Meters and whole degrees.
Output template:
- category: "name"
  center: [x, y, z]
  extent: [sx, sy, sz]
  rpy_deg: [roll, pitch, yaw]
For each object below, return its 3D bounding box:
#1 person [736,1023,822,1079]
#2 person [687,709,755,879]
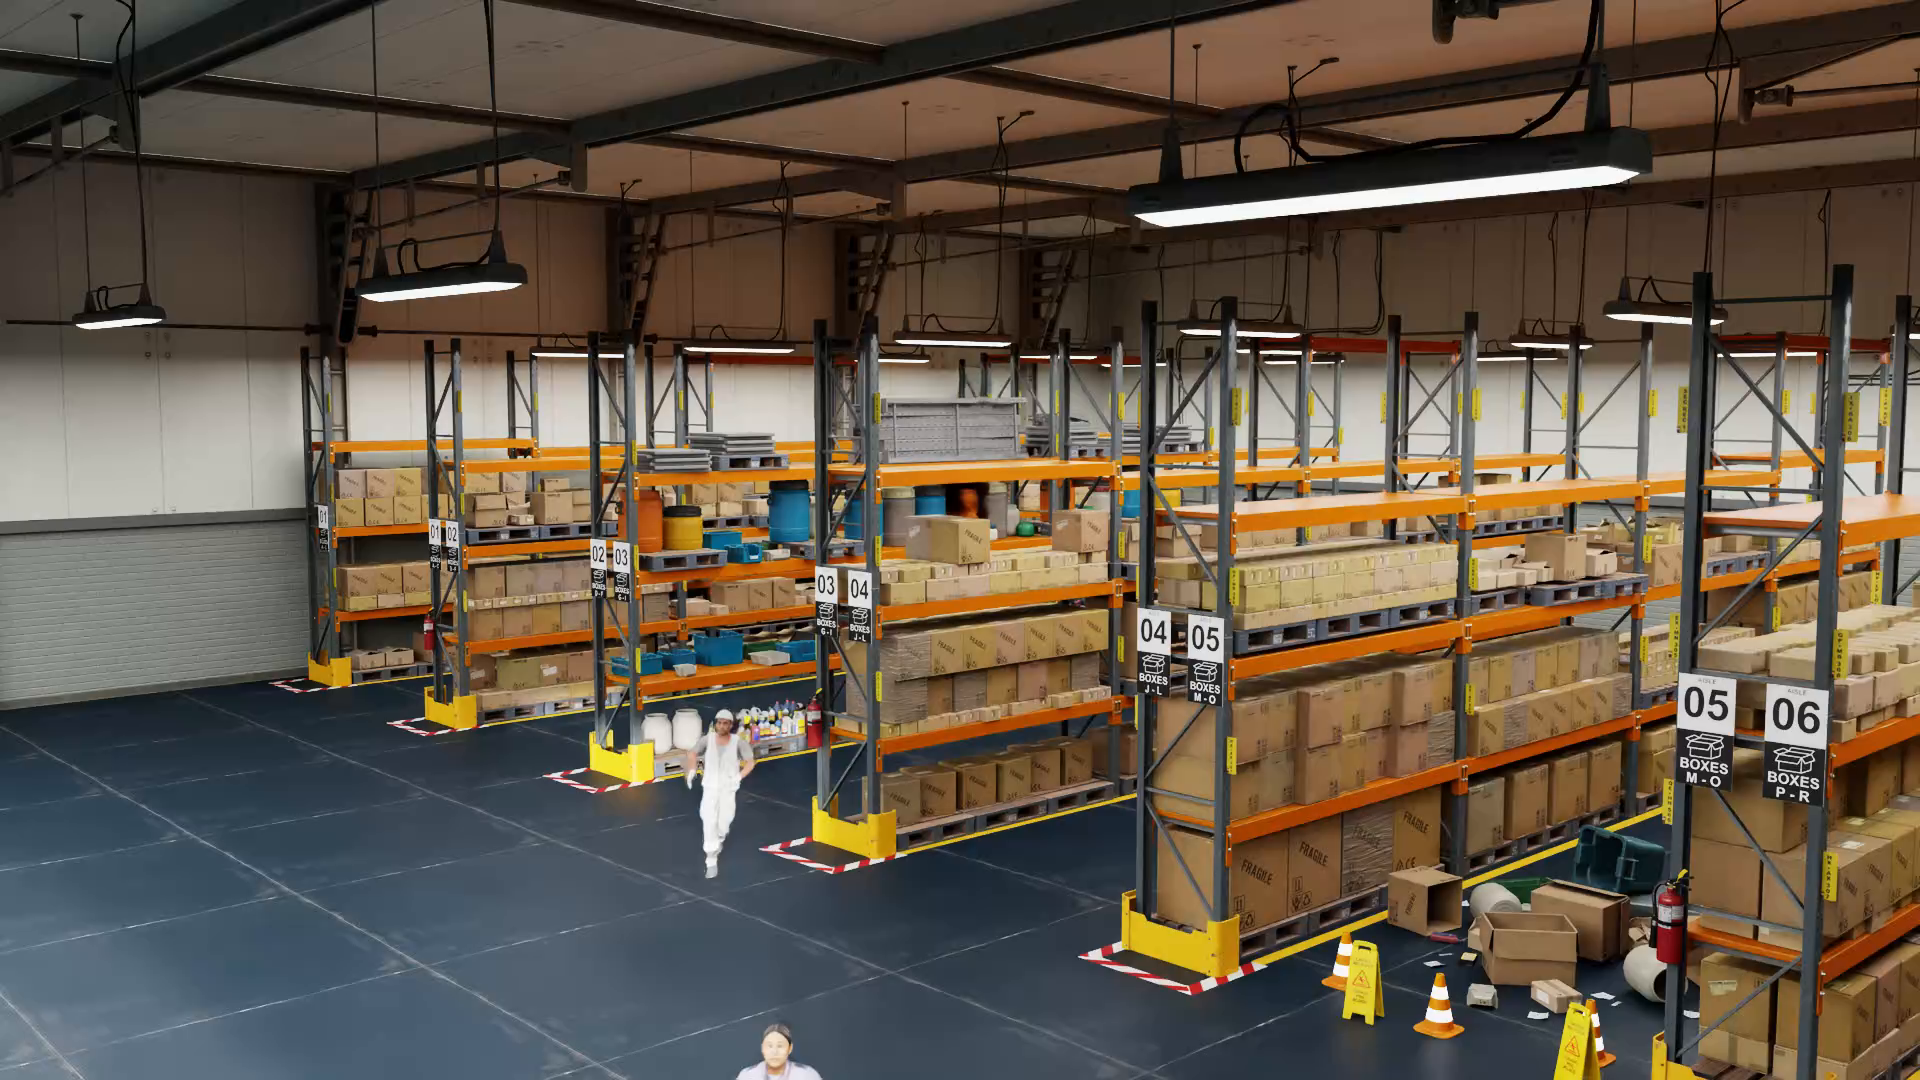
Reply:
- category: "person"
  center: [-1.044, 3.537, 9.466]
  extent: [0.609, 1.595, 0.602]
  rpy_deg: [0, 5, 1]
- category: "person"
  center: [-2.591, 2.709, 18.061]
  extent: [0.725, 1.772, 0.889]
  rpy_deg: [0, 5, -3]
